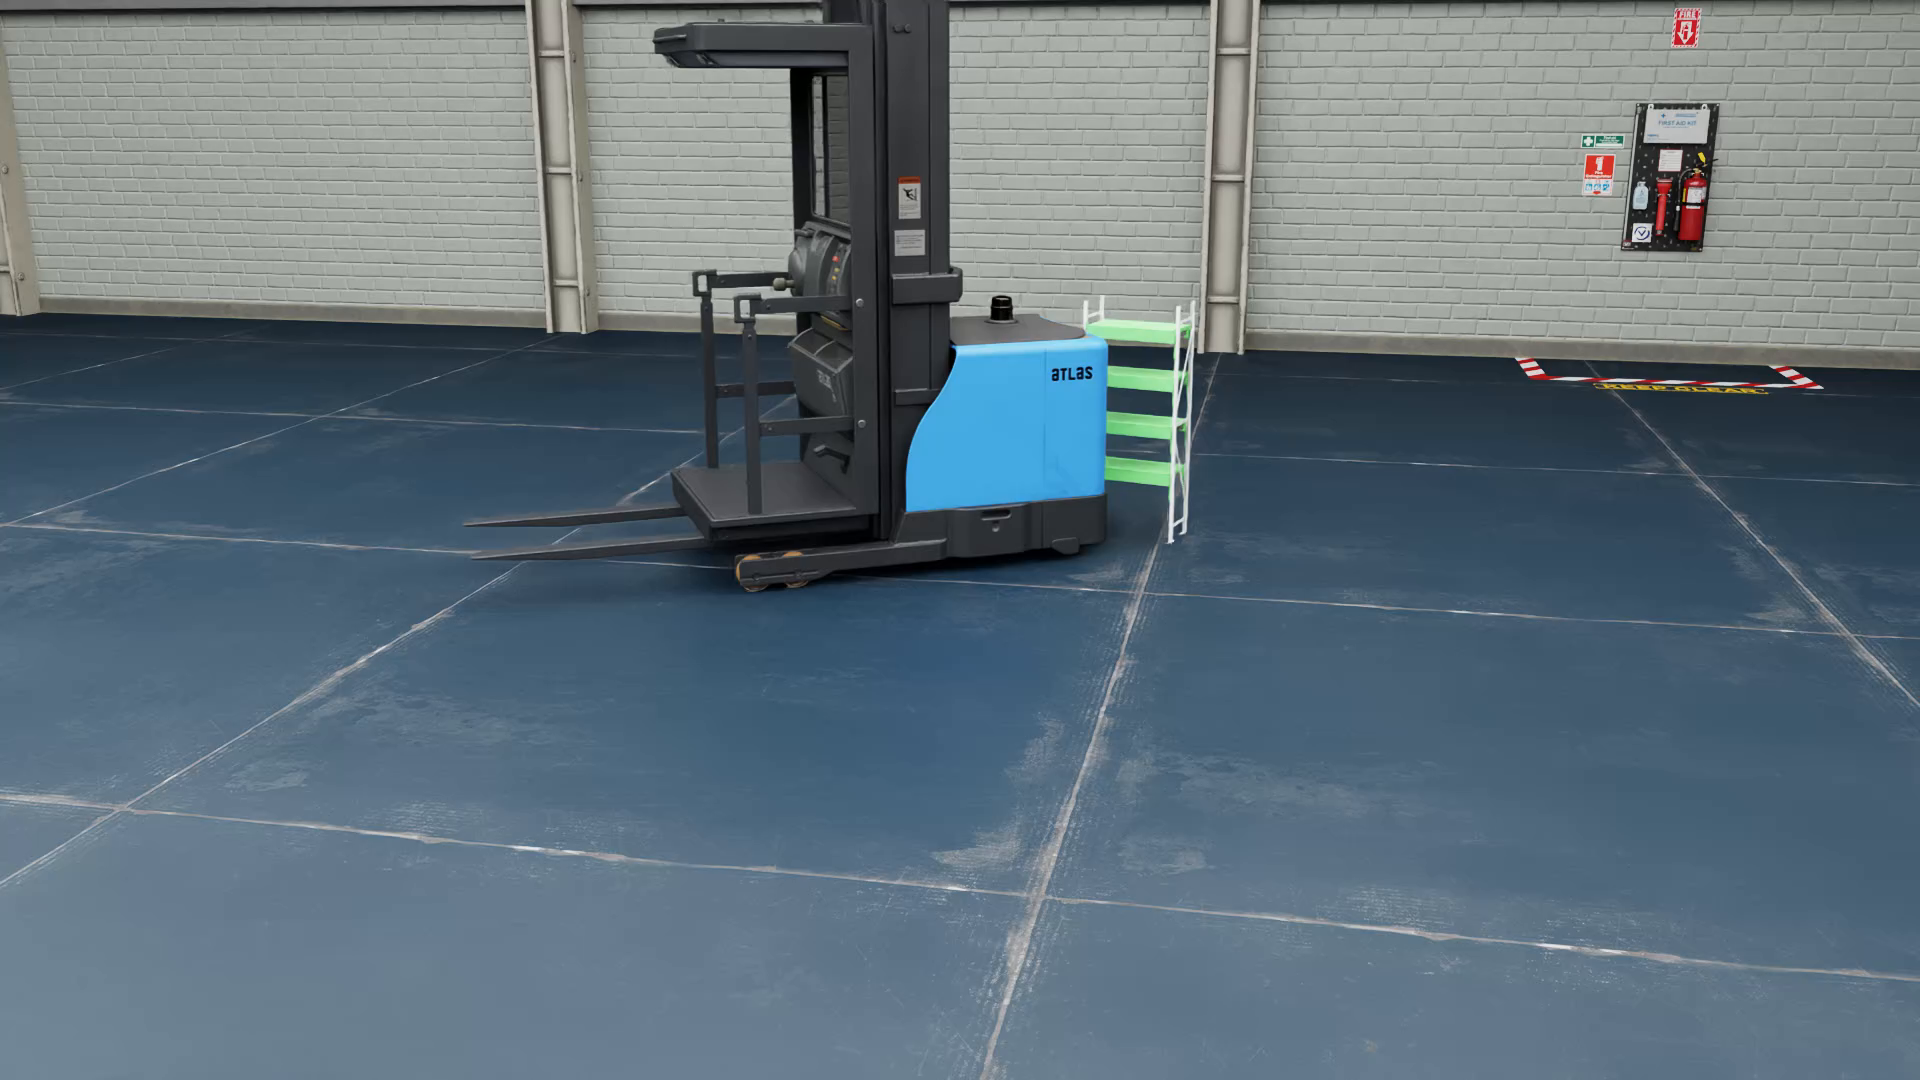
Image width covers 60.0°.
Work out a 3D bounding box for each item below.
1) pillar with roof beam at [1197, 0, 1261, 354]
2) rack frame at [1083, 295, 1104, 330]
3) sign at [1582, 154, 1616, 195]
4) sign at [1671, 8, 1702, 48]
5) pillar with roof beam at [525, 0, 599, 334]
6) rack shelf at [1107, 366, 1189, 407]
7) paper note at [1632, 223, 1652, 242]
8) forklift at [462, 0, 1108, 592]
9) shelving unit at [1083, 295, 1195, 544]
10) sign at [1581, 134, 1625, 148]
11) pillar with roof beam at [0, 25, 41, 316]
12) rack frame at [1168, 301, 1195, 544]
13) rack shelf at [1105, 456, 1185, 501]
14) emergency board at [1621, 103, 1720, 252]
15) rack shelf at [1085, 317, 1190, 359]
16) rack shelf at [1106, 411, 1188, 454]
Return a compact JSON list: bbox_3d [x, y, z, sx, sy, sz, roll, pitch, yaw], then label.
[{"bbox_3d":[1.406,-4.848,9.137,0.400,9.000,9.100,3,16,11],"label":"pillar with roof beam"},{"bbox_3d":[0.679,-0.647,8.579,0.015,1.200,0.240,8,17,25],"label":"rack frame"},{"bbox_3d":[5.208,-2.979,13.560,0.234,0.329,0.001,3,16,11],"label":"sign"},{"bbox_3d":[5.741,-4.049,13.148,0.199,0.298,0.001,3,16,11],"label":"sign"},{"bbox_3d":[-4.474,-5.167,10.289,0.400,9.000,9.100,3,16,11],"label":"pillar with roof beam"},{"bbox_3d":[0.898,-0.788,8.428,0.480,0.148,0.258,8,17,25],"label":"rack shelf"},{"bbox_3d":[5.570,-2.508,13.578,0.142,0.148,0.016,3,16,11],"label":"paper note"},{"bbox_3d":[-0.847,-1.334,7.816,3.031,2.935,1.130,-5,16,-19],"label":"forklift"},{"bbox_3d":[0.898,-0.618,8.475,0.503,1.200,0.258,8,17,25],"label":"shelving unit"},{"bbox_3d":[5.211,-3.232,13.480,0.331,0.109,0.001,3,16,11],"label":"sign"},{"bbox_3d":[-10.353,-5.486,11.441,0.400,9.000,9.100,3,16,11],"label":"pillar with roof beam"},{"bbox_3d":[1.117,-0.589,8.370,0.015,1.200,0.240,8,17,25],"label":"rack frame"},{"bbox_3d":[0.898,-0.325,8.556,0.480,0.148,0.258,8,17,25],"label":"rack shelf"},{"bbox_3d":[5.729,-2.905,13.361,0.643,1.169,0.194,3,16,11],"label":"emergency board"},{"bbox_3d":[0.898,-1.019,8.364,0.480,0.148,0.258,8,17,25],"label":"rack shelf"},{"bbox_3d":[0.898,-0.556,8.492,0.480,0.148,0.258,8,17,25],"label":"rack shelf"}]
